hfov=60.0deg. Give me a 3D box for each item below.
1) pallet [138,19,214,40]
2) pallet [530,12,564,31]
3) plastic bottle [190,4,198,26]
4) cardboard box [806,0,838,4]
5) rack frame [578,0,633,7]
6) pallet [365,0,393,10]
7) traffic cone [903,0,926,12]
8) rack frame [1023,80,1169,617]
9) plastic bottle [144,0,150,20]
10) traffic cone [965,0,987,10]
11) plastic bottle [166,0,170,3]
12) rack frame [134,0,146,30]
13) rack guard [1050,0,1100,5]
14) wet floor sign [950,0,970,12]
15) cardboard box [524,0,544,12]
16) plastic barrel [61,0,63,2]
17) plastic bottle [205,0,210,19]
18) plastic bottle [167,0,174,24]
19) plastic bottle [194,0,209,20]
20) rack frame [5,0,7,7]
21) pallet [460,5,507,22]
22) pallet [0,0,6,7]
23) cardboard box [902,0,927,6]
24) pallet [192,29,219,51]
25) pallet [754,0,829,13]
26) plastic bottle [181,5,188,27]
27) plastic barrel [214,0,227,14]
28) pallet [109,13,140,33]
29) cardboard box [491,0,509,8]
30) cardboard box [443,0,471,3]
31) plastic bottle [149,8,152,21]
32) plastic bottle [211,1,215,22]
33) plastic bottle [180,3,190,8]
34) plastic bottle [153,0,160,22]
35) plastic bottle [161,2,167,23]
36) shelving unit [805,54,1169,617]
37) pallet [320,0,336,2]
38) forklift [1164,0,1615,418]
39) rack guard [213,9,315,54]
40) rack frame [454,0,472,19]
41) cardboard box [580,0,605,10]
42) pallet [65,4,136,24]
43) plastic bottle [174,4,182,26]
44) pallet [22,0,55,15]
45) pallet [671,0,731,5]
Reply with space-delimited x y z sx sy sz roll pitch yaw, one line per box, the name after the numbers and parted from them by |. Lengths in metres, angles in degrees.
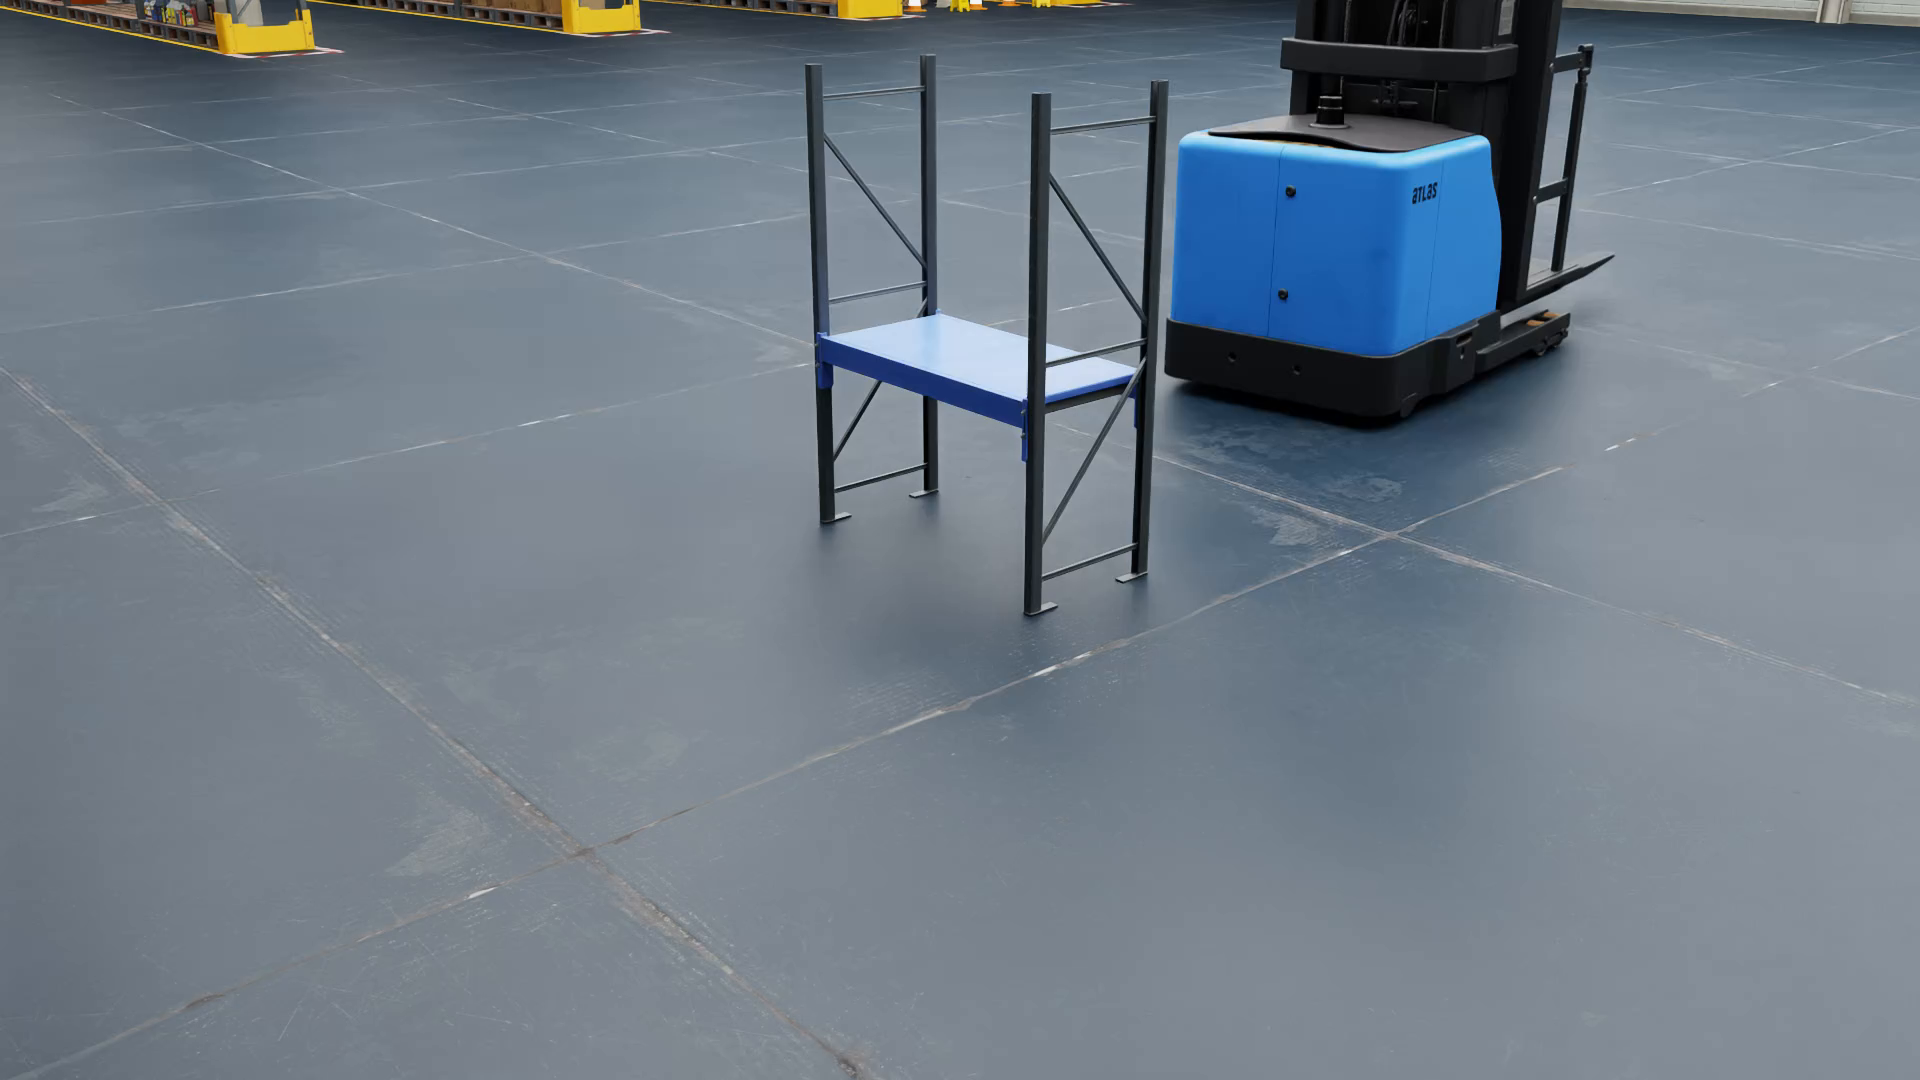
-11.301 -7.490 24.317 1.003 0.211 1.213 -17 27 -37 | pallet
-5.898 -8.013 25.653 1.003 0.211 1.213 -17 27 -37 | pallet
-10.691 -7.323 23.190 0.061 0.283 0.133 -17 27 -37 | plastic bottle
-2.014 -9.588 28.189 0.875 0.875 0.875 -17 27 -37 | cardboard box
-5.344 -9.058 24.496 1.000 3.000 0.127 -17 27 -37 | rack frame
-10.057 -9.753 30.096 1.003 0.211 1.213 -17 27 -37 | pallet
-0.792 -9.514 29.140 0.336 0.463 0.334 -17 27 -37 | traffic cone
0.388 -0.534 4.792 0.500 1.500 0.032 -17 27 -37 | rack frame
-11.832 -7.726 24.234 0.097 0.271 0.097 0 21 0 | plastic bottle
0.286 -9.689 29.587 0.336 0.463 0.334 -17 27 -37 | traffic cone
-11.386 -7.668 23.976 0.144 0.351 0.185 -17 27 -37 | plastic bottle
-11.708 -8.984 24.308 1.000 3.000 0.127 -17 27 -37 | rack frame
2.113 -10.274 31.029 1.175 0.500 0.348 -17 27 -37 | rack guard
-0.002 -9.577 29.052 0.232 0.644 0.267 17 27 36 | wet floor sign
-6.550 -8.600 26.180 0.500 0.500 0.500 -14 26 -33 | cardboard box
-15.087 -9.392 28.185 0.421 0.512 0.421 0 21 0 | plastic barrel
-10.944 -7.793 24.296 0.144 0.351 0.185 -19 28 -40 | plastic bottle
-11.094 -7.464 23.456 0.144 0.351 0.185 -18 27 -38 | plastic bottle
-11.040 -7.716 24.202 0.152 0.276 0.135 -17 27 -37 | plastic bottle
-16.930 -11.194 29.951 1.000 3.000 0.127 -17 27 -37 | rack frame
-7.490 -8.687 27.374 1.003 0.211 1.213 -17 27 -37 | pallet
-17.439 -10.089 30.954 1.003 0.211 1.213 -17 27 -37 | pallet
-0.901 -10.137 30.675 0.637 0.503 0.797 3 22 9 | cardboard box
-9.708 -6.816 22.596 1.003 0.211 1.213 -17 27 -37 | pallet
-2.894 -9.451 29.325 1.003 0.211 1.213 -17 27 -37 | pallet
-10.718 -7.250 23.001 0.061 0.283 0.133 -17 27 -36 | plastic bottle
-9.911 -7.218 22.634 0.421 0.512 0.421 0 21 0 | plastic barrel
-12.250 -7.893 25.346 1.003 0.211 1.213 -17 27 -37 | pallet
-7.345 -8.918 26.991 0.500 0.500 0.500 -9 23 -21 | cardboard box
-8.340 -9.378 28.140 0.500 0.500 0.700 20 29 41 | cardboard box
-11.699 -7.637 24.103 0.097 0.201 0.097 0 21 0 | plastic bottle
-10.710 -7.601 23.898 0.061 0.283 0.133 -17 27 -37 | plastic bottle
-10.999 -7.471 23.577 0.152 0.276 0.135 -17 27 -37 | plastic bottle
-11.495 -7.633 23.889 0.144 0.351 0.185 -17 27 -36 | plastic bottle
-11.296 -7.494 23.626 0.061 0.283 0.133 -16 26 -35 | plastic bottle
0.056 -0.675 5.150 0.538 1.500 1.048 -17 27 -37 | shelving unit
-11.816 -10.542 32.110 1.003 0.211 1.213 -17 27 -37 | pallet
2.203 -2.312 7.368 1.130 2.935 3.031 17 27 37 | forklift
-9.182 -6.724 21.967 1.175 0.500 0.348 -17 27 -37 | rack guard
-7.955 -10.163 27.318 1.000 3.000 0.127 -17 27 -37 | rack frame
-5.739 -8.266 25.326 0.500 0.500 0.500 -12 24 -28 | cardboard box
-13.842 -8.567 27.068 1.003 0.211 1.213 -17 27 -37 | pallet
-10.862 -7.333 23.224 0.152 0.276 0.135 -18 28 -39 | plastic bottle
-15.657 -9.335 29.029 1.003 0.211 1.213 -17 27 -37 | pallet
-4.693 -10.212 31.268 1.003 0.211 1.213 -17 27 -37 | pallet
